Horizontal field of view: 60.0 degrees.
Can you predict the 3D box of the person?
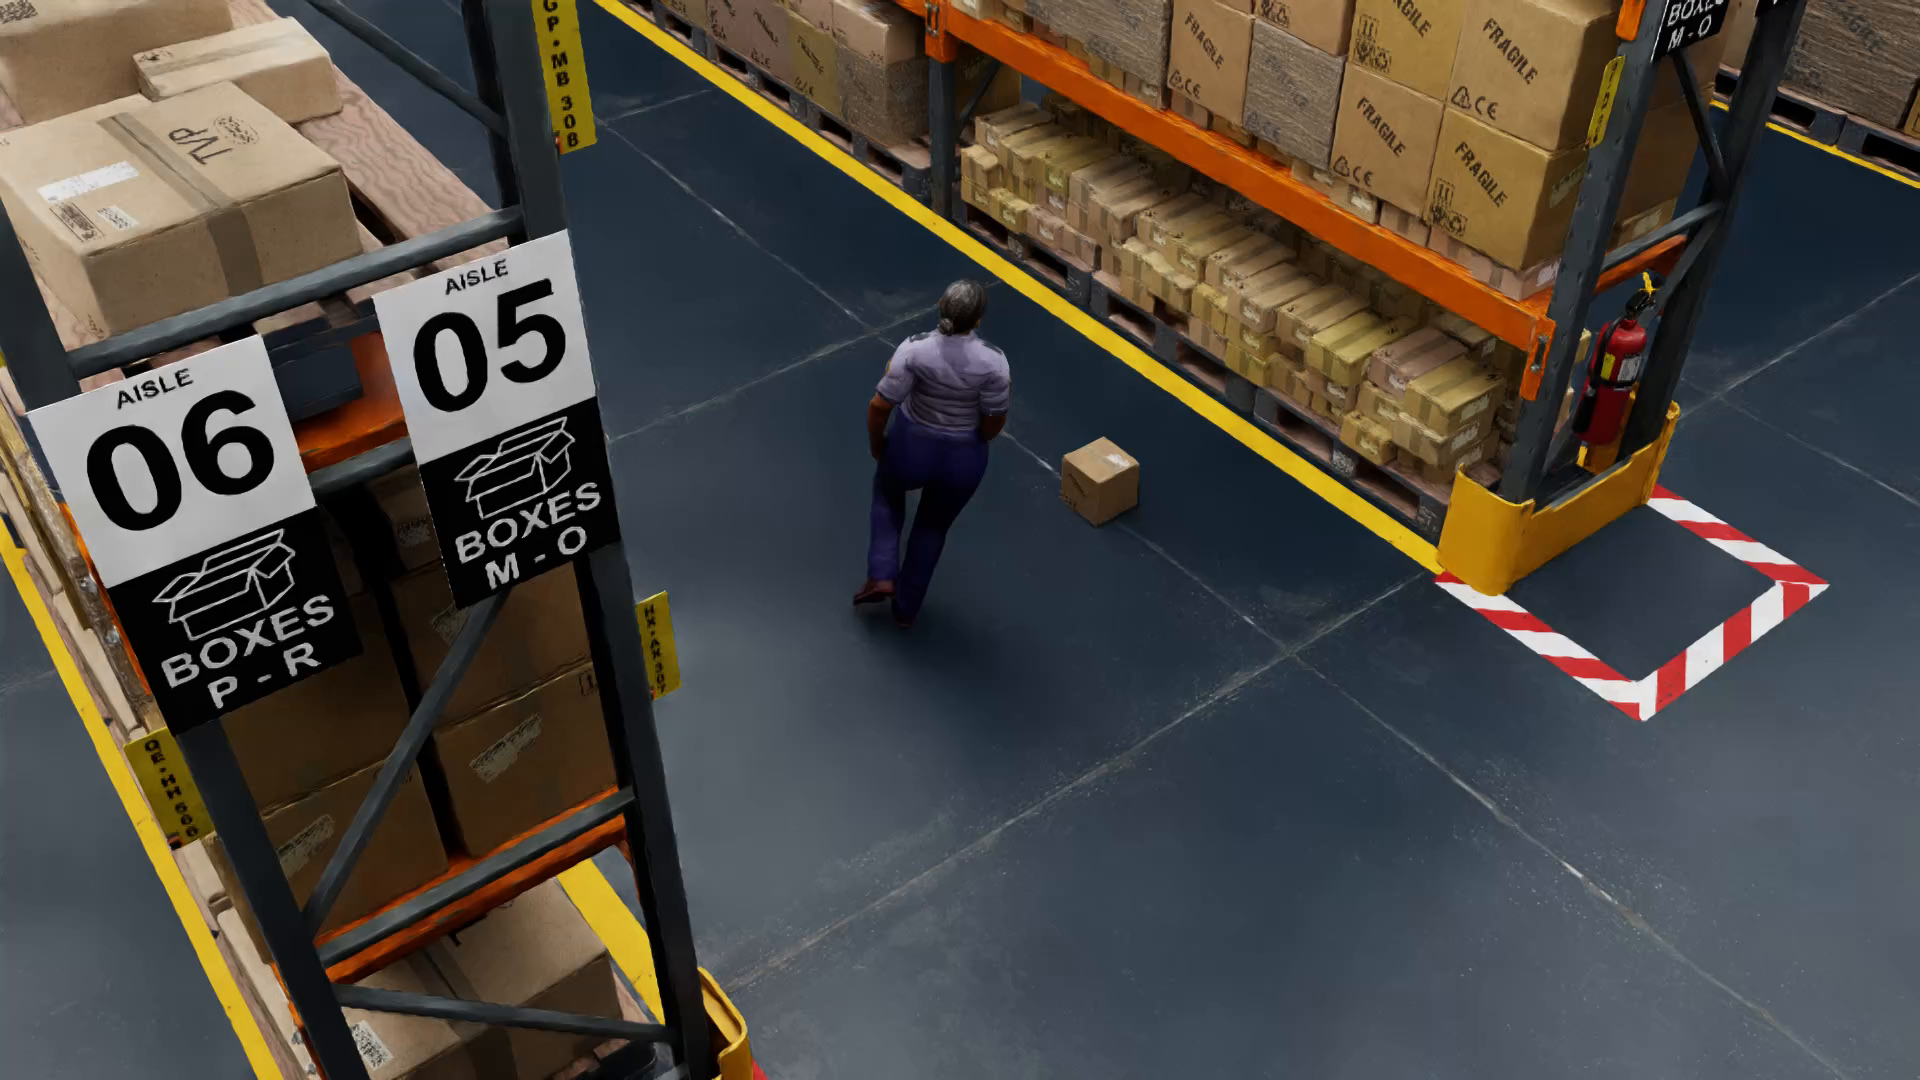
[{"bbox_3d":[-0.125,-0.352,6.617,0.647,1.587,0.472,1,41,1],"label":"person"}]
